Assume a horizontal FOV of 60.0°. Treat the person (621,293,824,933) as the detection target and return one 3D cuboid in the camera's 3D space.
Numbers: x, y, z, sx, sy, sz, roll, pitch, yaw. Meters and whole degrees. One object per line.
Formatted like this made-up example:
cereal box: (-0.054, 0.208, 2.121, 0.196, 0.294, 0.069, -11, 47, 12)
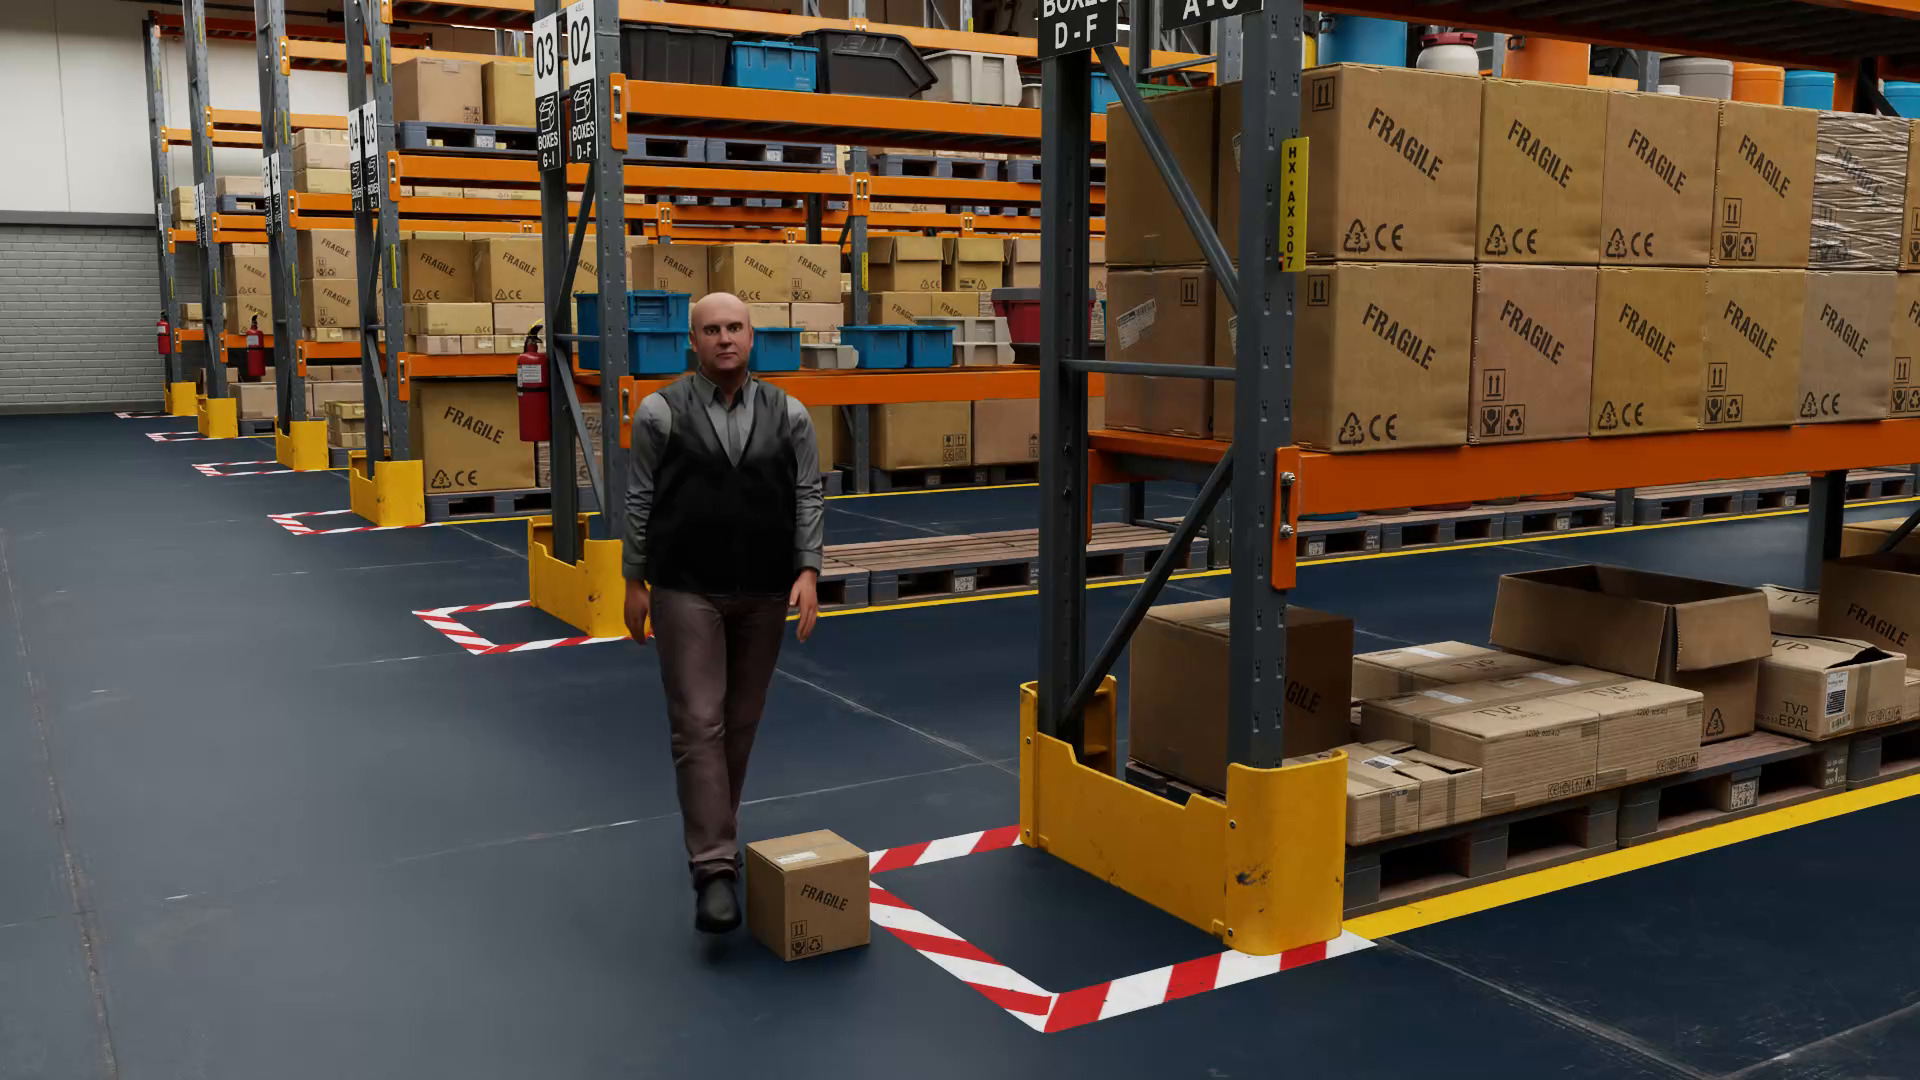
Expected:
person: (-0.612, 0.165, 4.635, 0.551, 1.692, 0.901, -4, 9, -24)
